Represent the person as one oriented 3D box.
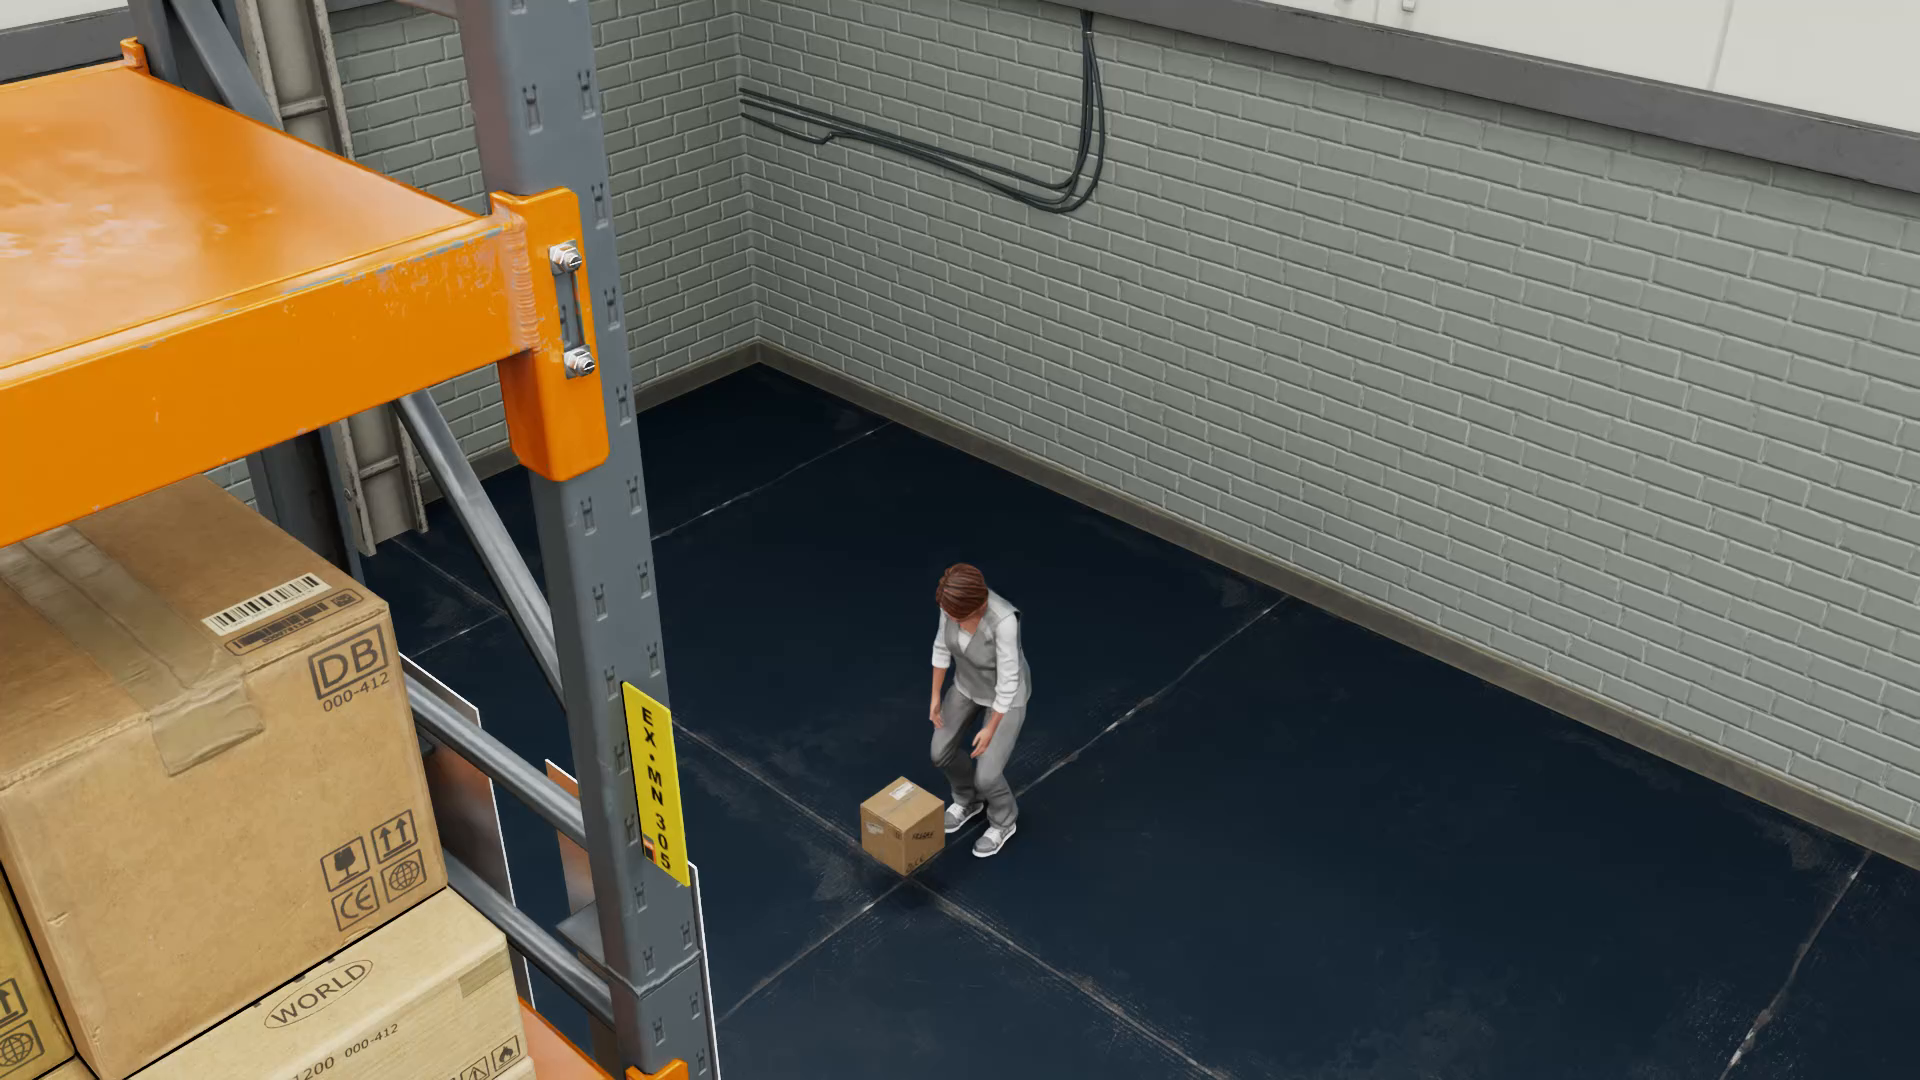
[{"bbox_3d":[0.092,0.688,6.995,0.447,1.482,0.497,26,40,36],"label":"person"}]
